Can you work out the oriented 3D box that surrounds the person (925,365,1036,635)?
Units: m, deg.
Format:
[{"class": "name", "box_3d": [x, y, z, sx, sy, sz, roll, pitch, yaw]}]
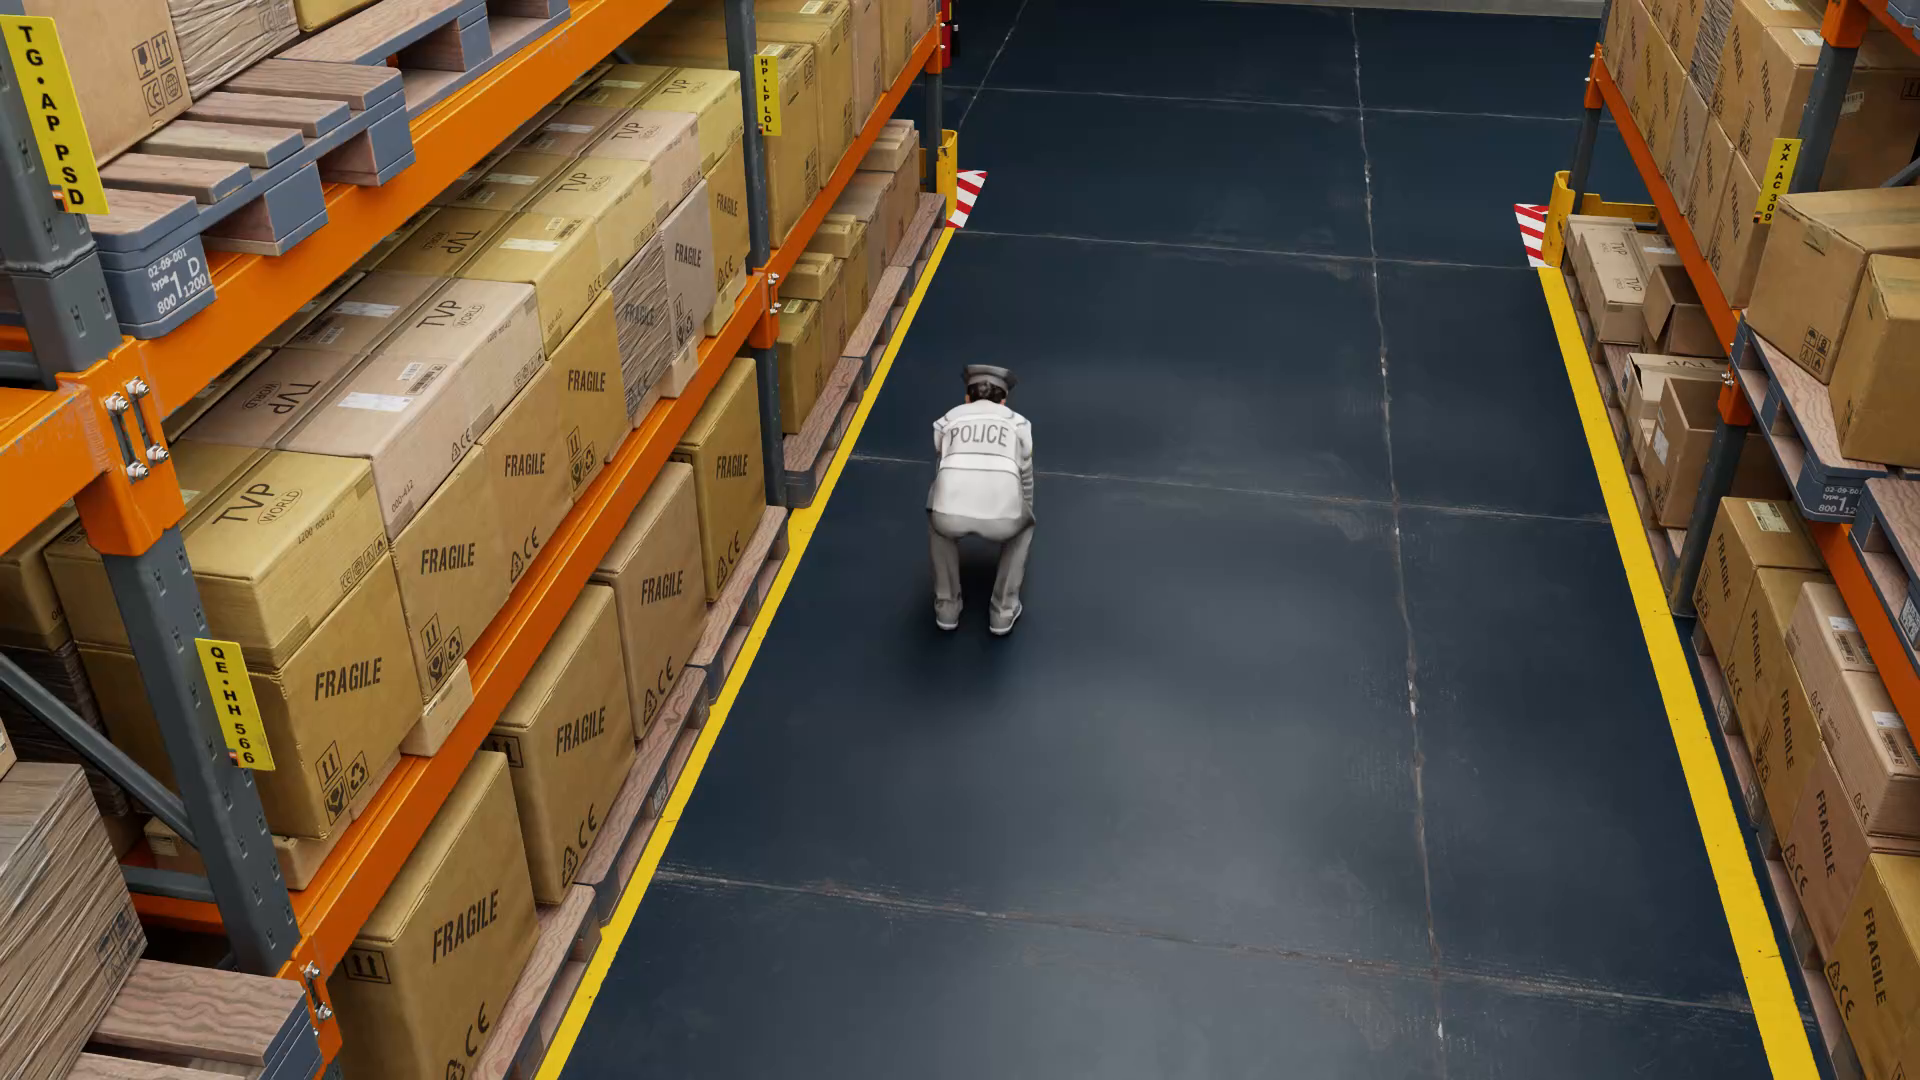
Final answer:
[{"class": "person", "box_3d": [0.090, -0.172, 7.048, 0.468, 0.978, 0.903, 4, 33, 6]}]
